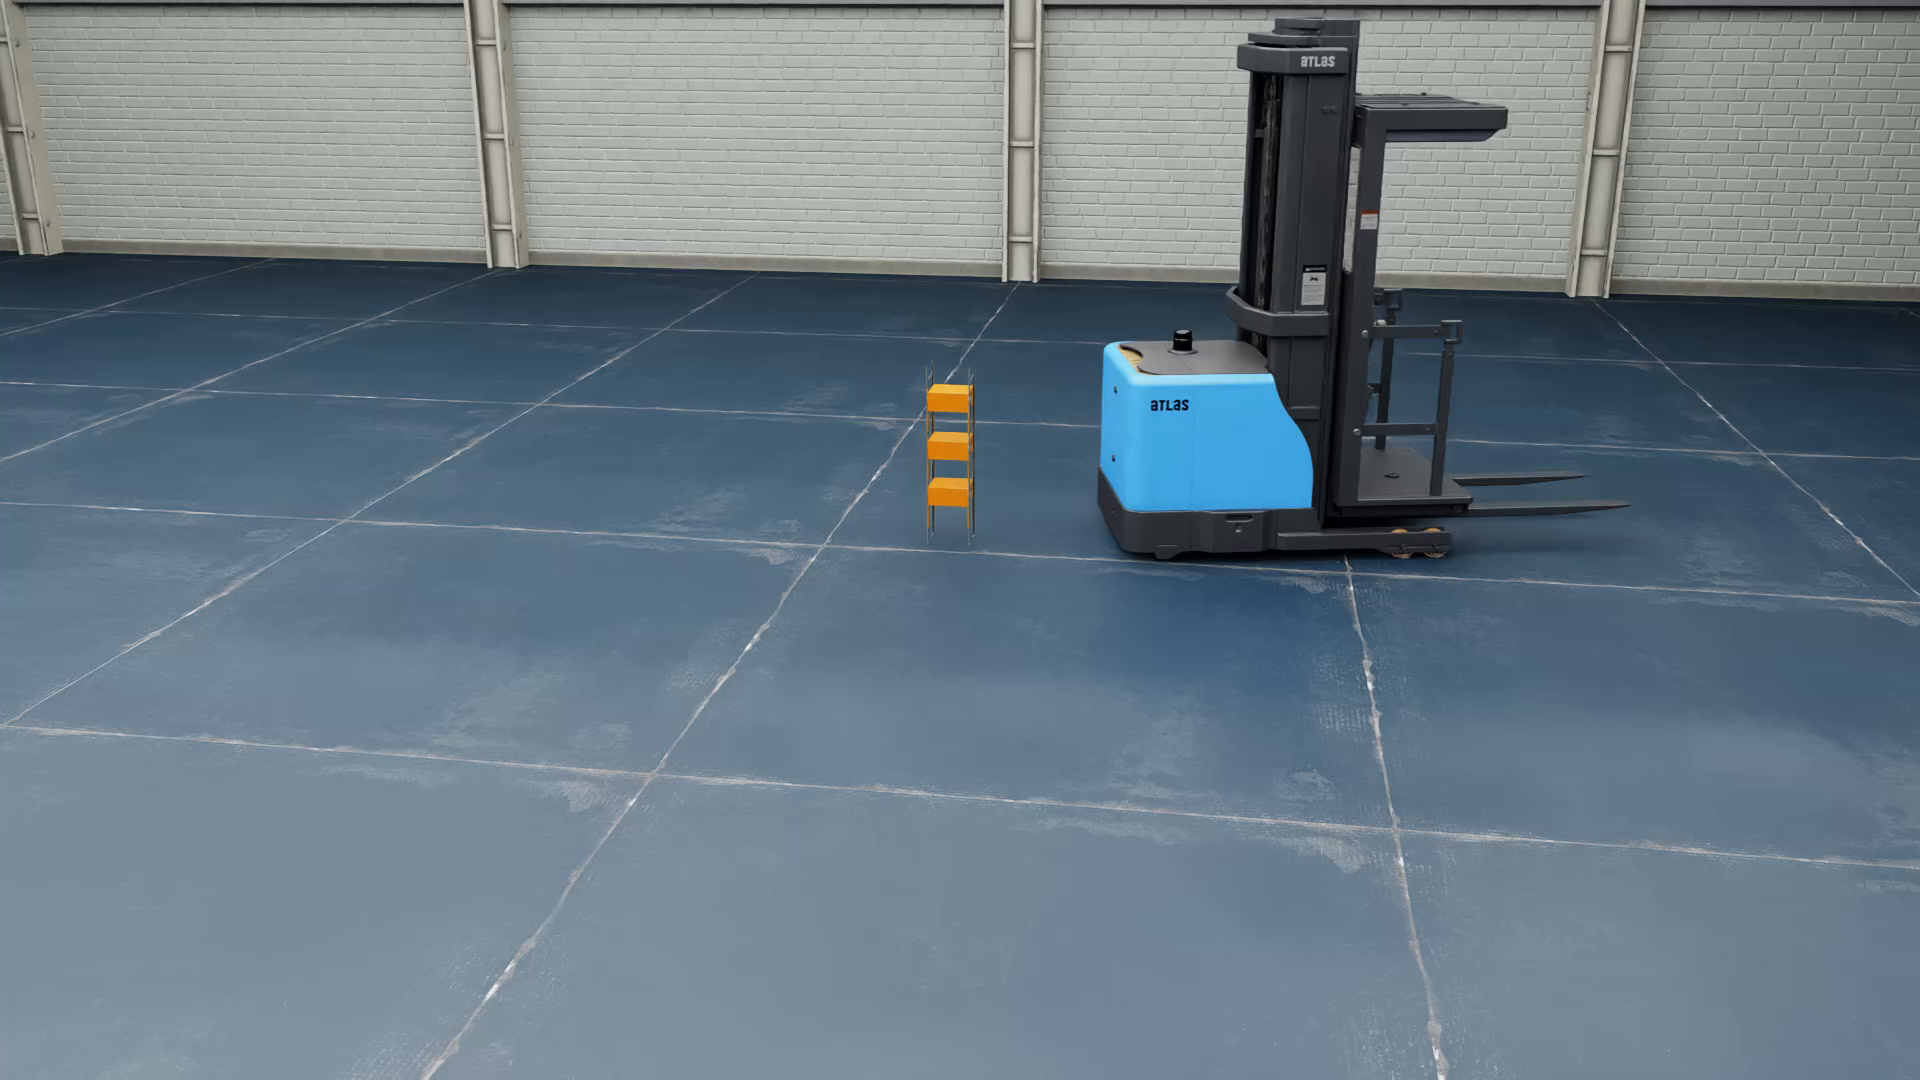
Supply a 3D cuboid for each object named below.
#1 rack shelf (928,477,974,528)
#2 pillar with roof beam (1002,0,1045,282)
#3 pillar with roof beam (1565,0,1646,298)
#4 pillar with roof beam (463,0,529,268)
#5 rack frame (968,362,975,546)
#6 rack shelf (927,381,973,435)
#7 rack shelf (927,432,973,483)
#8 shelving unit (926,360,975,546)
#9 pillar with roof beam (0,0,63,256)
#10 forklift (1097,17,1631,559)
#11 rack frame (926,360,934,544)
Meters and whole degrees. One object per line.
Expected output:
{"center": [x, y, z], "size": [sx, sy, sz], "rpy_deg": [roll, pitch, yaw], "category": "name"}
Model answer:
{"center": [-0.053, -0.227, 9.736], "size": [0.240, 0.259, 0.215], "rpy_deg": [3, 19, 9], "category": "rack shelf"}
{"center": [-0.003, -5.805, 12.971], "size": [0.400, 9.000, 9.100], "rpy_deg": [3, 19, 9], "category": "pillar with roof beam"}
{"center": [5.921, -5.503, 12.069], "size": [0.400, 9.000, 9.100], "rpy_deg": [3, 19, 9], "category": "pillar with roof beam"}
{"center": [-5.927, -6.107, 13.874], "size": [0.400, 9.000, 9.100], "rpy_deg": [3, 19, 9], "category": "pillar with roof beam"}
{"center": [0.068, -0.494, 9.626], "size": [0.008, 1.050, 0.200], "rpy_deg": [3, 19, 9], "category": "rack frame"}
{"center": [-0.053, -0.760, 9.558], "size": [0.240, 0.259, 0.215], "rpy_deg": [3, 19, 9], "category": "rack shelf"}
{"center": [-0.053, -0.491, 9.648], "size": [0.240, 0.259, 0.215], "rpy_deg": [3, 19, 9], "category": "rack shelf"}
{"center": [-0.053, -0.501, 9.645], "size": [0.252, 1.050, 0.215], "rpy_deg": [3, 19, 9], "category": "shelving unit"}
{"center": [-11.851, -6.409, 14.776], "size": [0.400, 9.000, 9.100], "rpy_deg": [3, 19, 9], "category": "pillar with roof beam"}
{"center": [2.390, -1.451, 9.520], "size": [3.031, 2.935, 1.130], "rpy_deg": [-1, 19, -4], "category": "forklift"}
{"center": [-0.173, -0.507, 9.663], "size": [0.008, 1.050, 0.200], "rpy_deg": [3, 19, 9], "category": "rack frame"}
